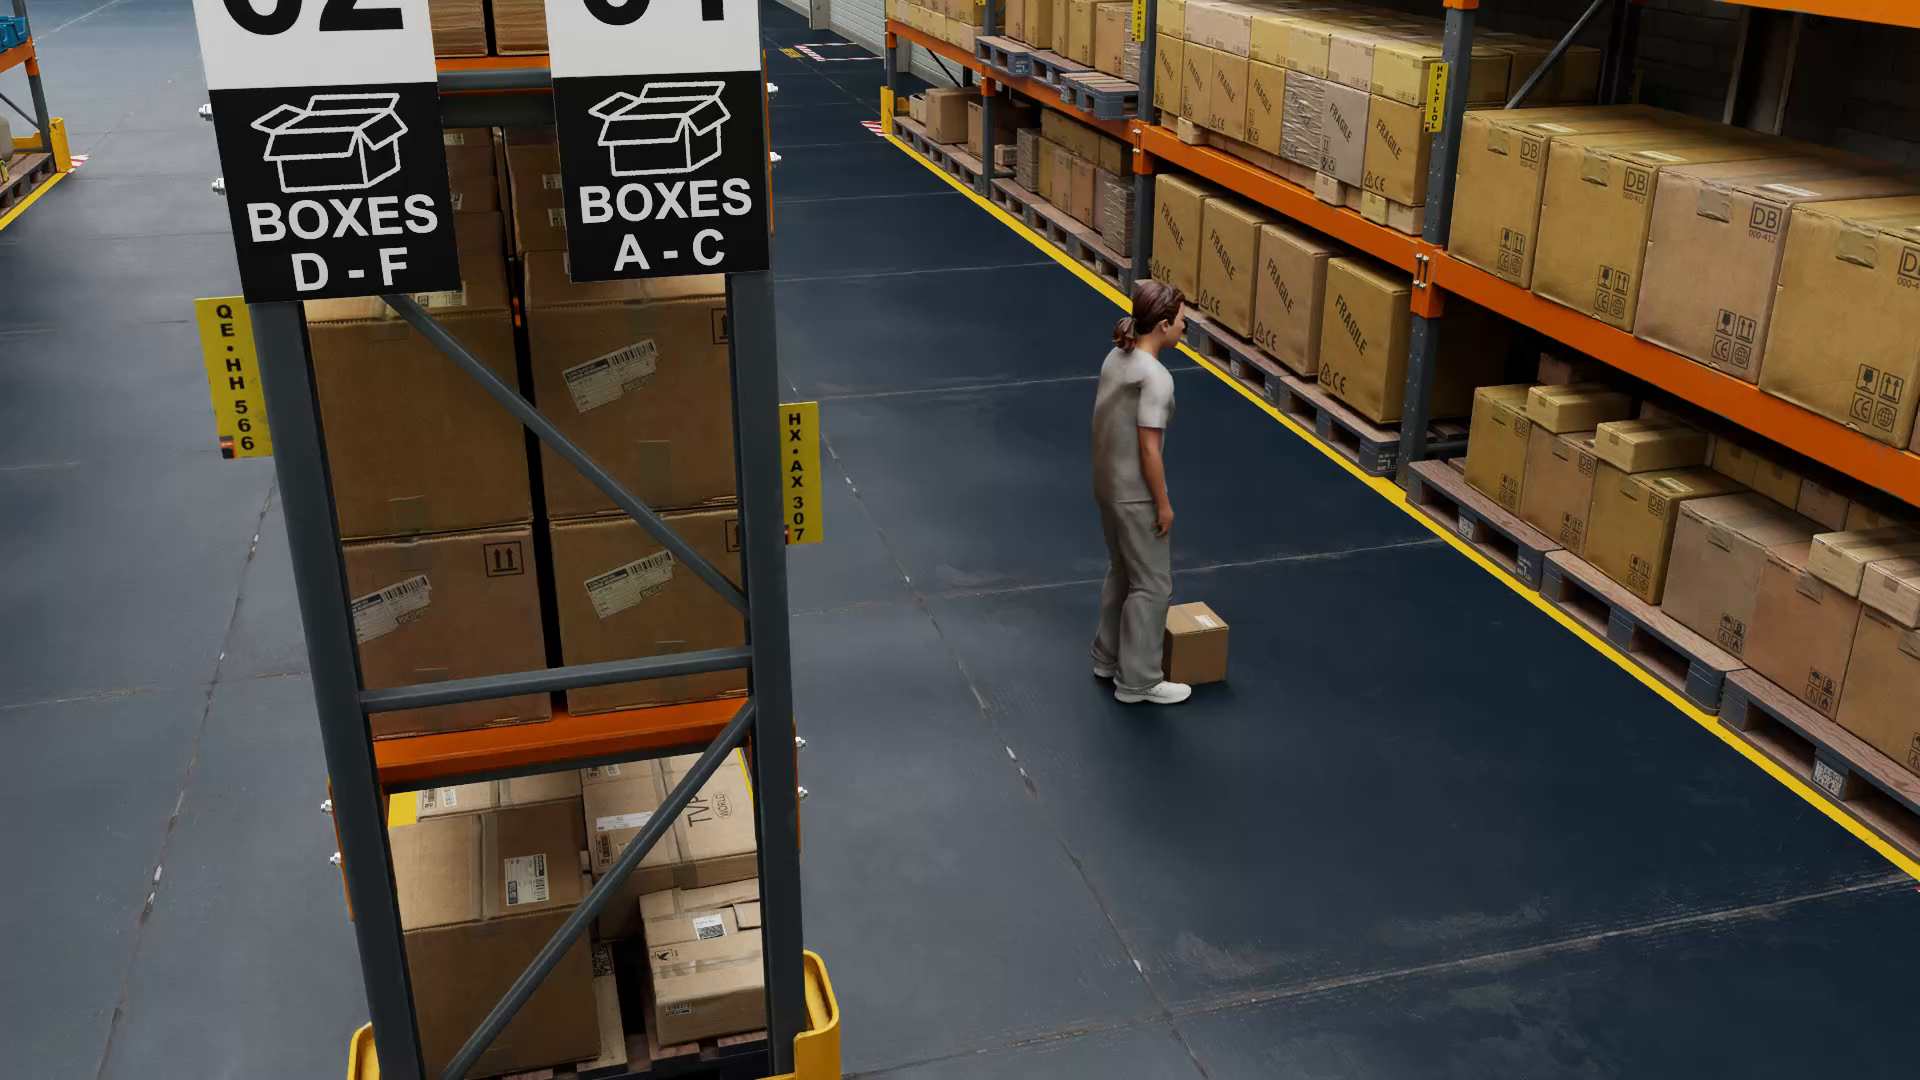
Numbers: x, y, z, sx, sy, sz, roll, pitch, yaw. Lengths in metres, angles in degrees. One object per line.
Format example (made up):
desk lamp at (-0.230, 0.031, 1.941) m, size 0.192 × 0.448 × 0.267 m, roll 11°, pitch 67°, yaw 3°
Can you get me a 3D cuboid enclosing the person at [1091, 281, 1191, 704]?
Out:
person at (0.704, -0.188, 6.539) m, size 0.359 × 1.672 × 0.485 m, roll -7°, pitch 24°, yaw -15°
